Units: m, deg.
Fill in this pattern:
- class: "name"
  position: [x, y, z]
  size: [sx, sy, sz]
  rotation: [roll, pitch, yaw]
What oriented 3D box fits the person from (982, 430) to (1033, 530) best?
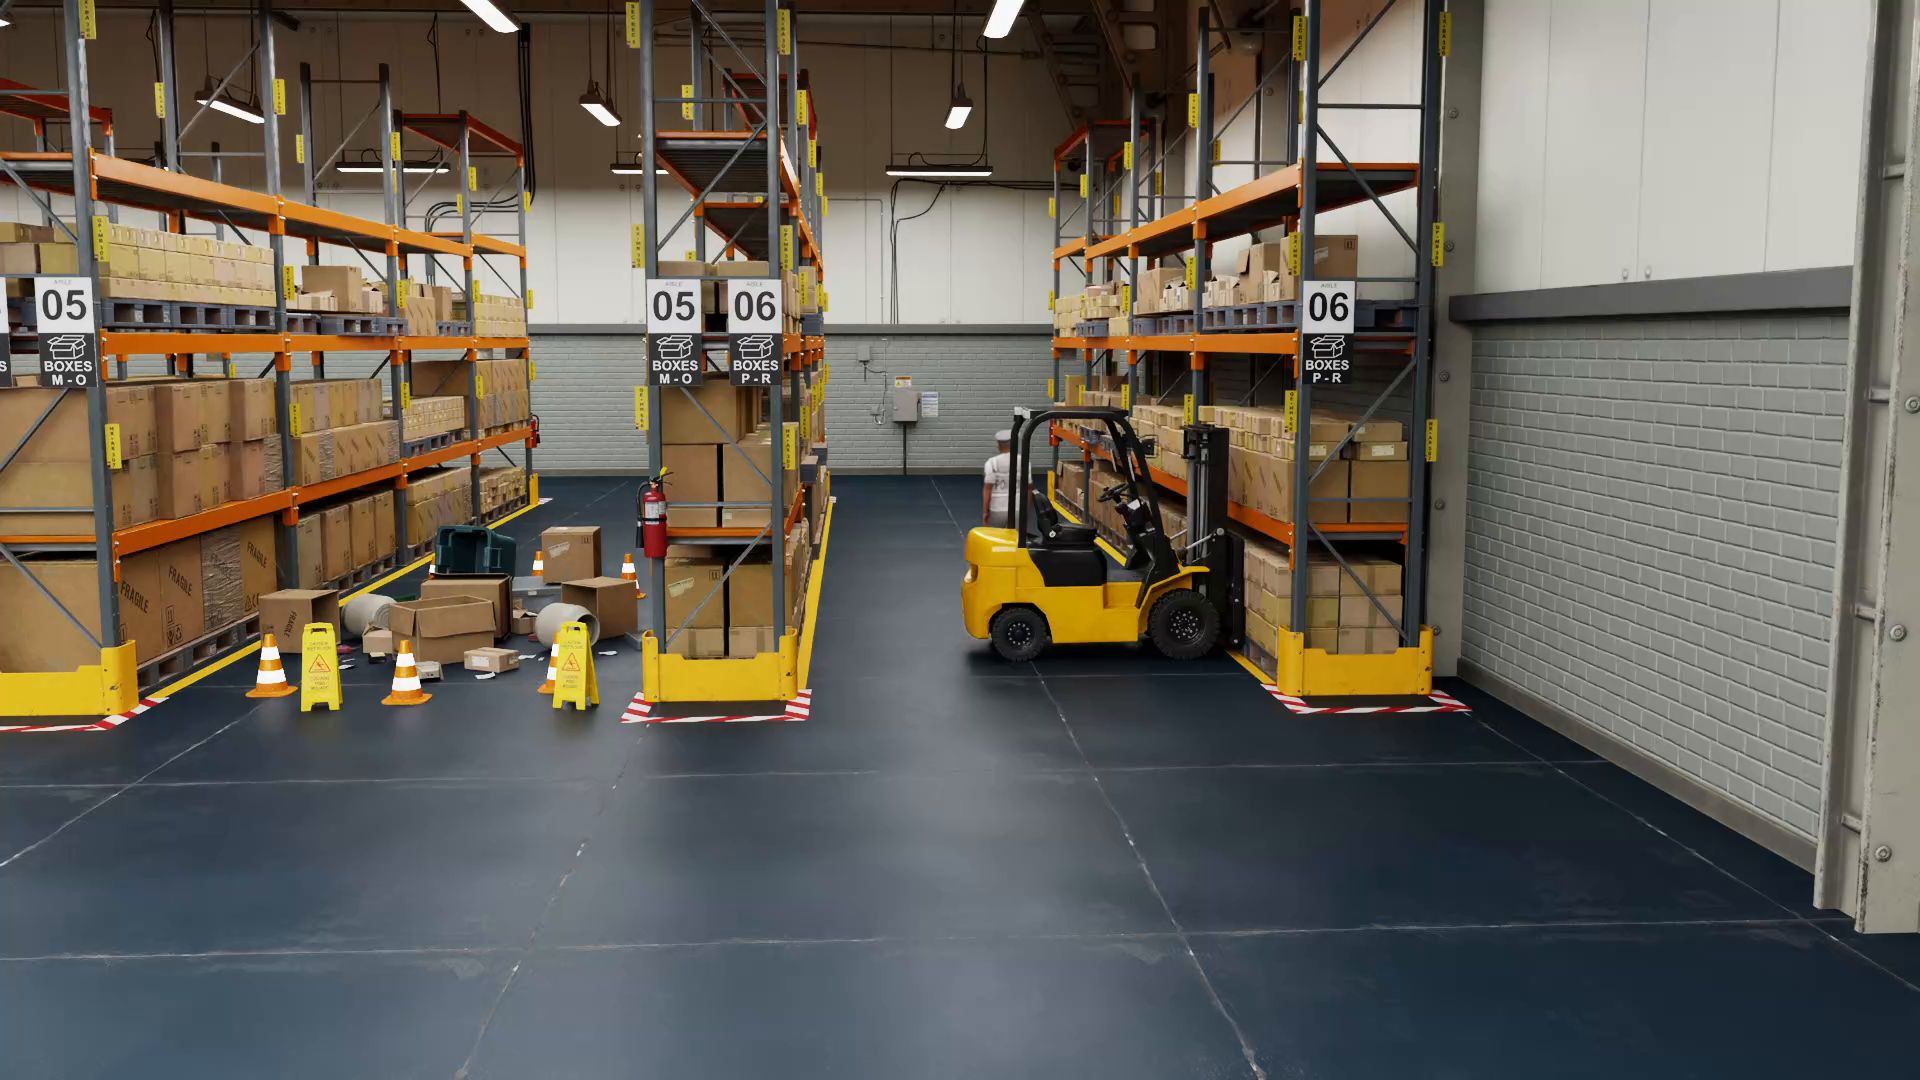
- class: "person"
  position: [0.507, -0.321, 18.348]
  size: [0.571, 1.791, 0.819]
  rotation: [-1, 7, -5]
